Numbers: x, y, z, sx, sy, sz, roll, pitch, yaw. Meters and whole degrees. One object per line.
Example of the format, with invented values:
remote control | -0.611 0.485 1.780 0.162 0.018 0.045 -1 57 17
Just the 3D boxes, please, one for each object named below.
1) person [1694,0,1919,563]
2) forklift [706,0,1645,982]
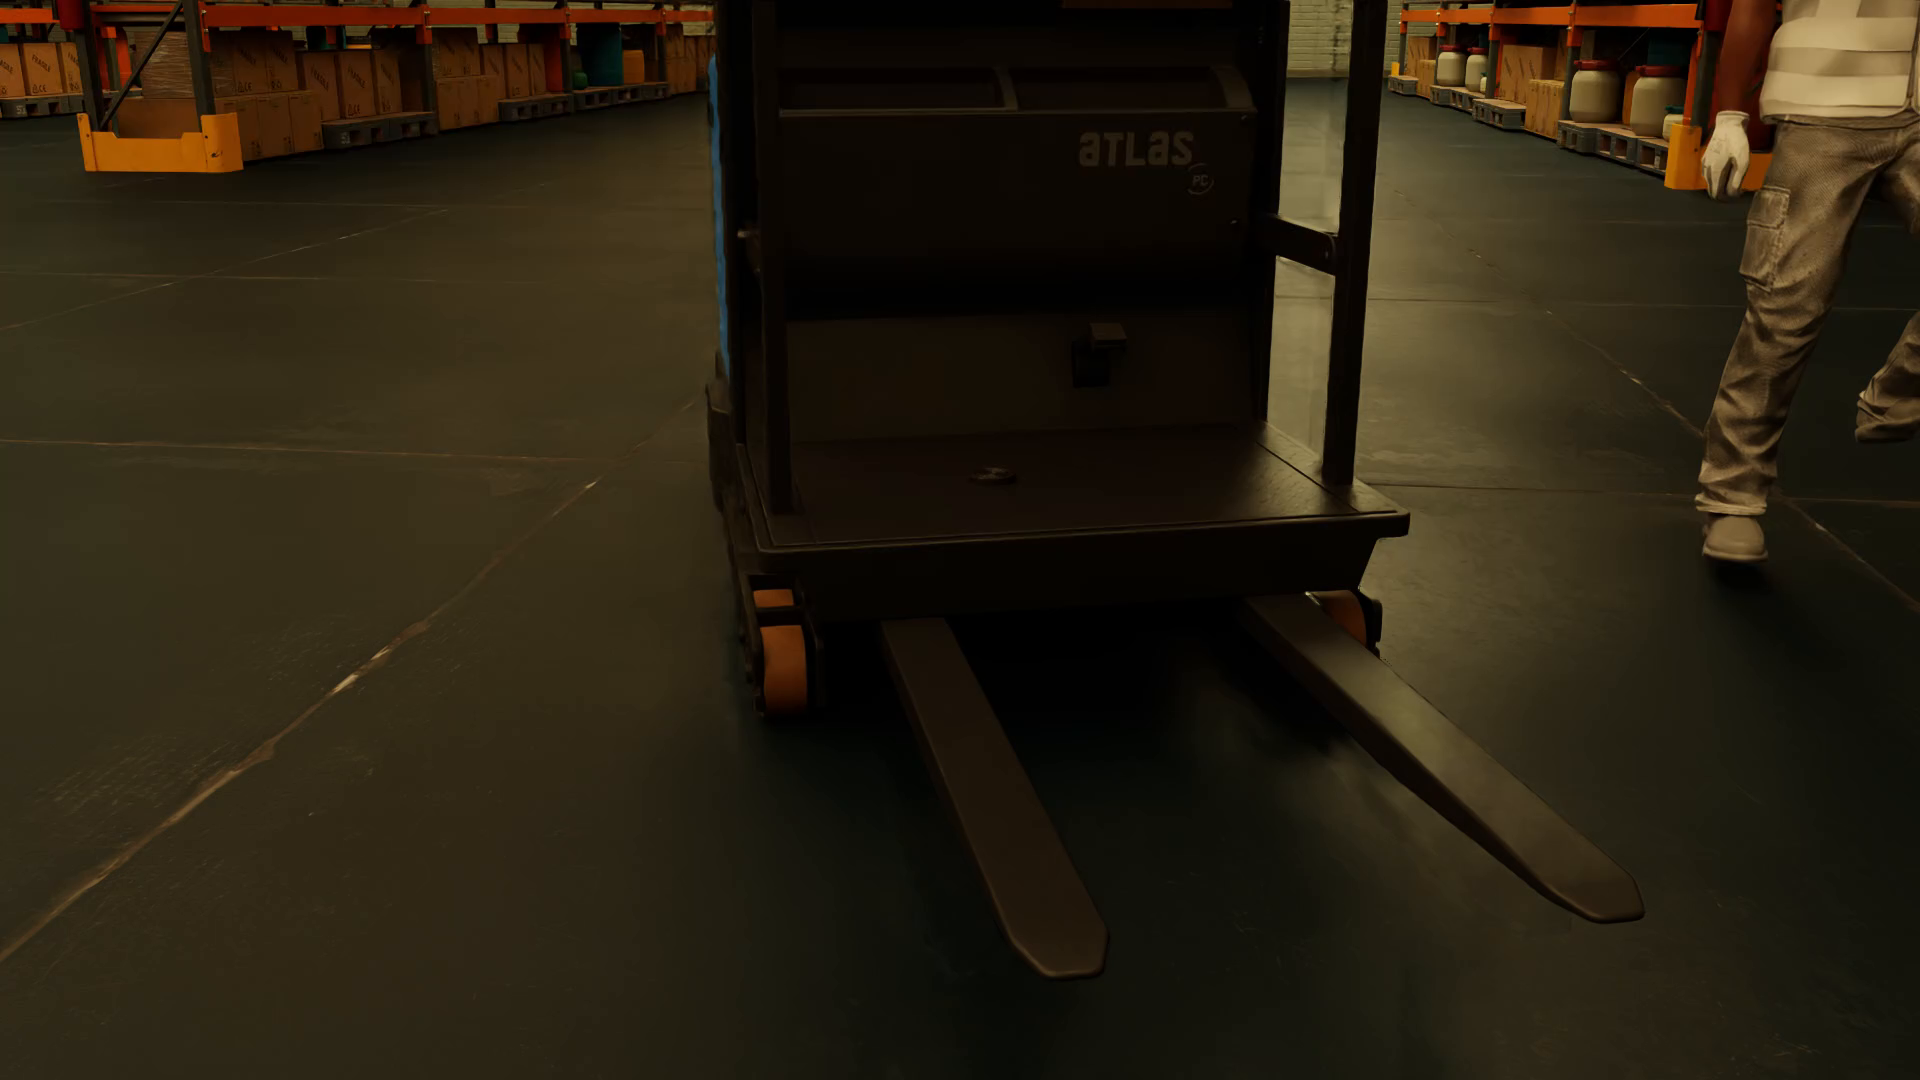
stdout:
person | 1.838 -0.802 3.278 0.638 1.783 0.531 1 18 3
forklift | 0.134 -1.209 2.785 1.130 2.935 3.031 -3 18 -10
